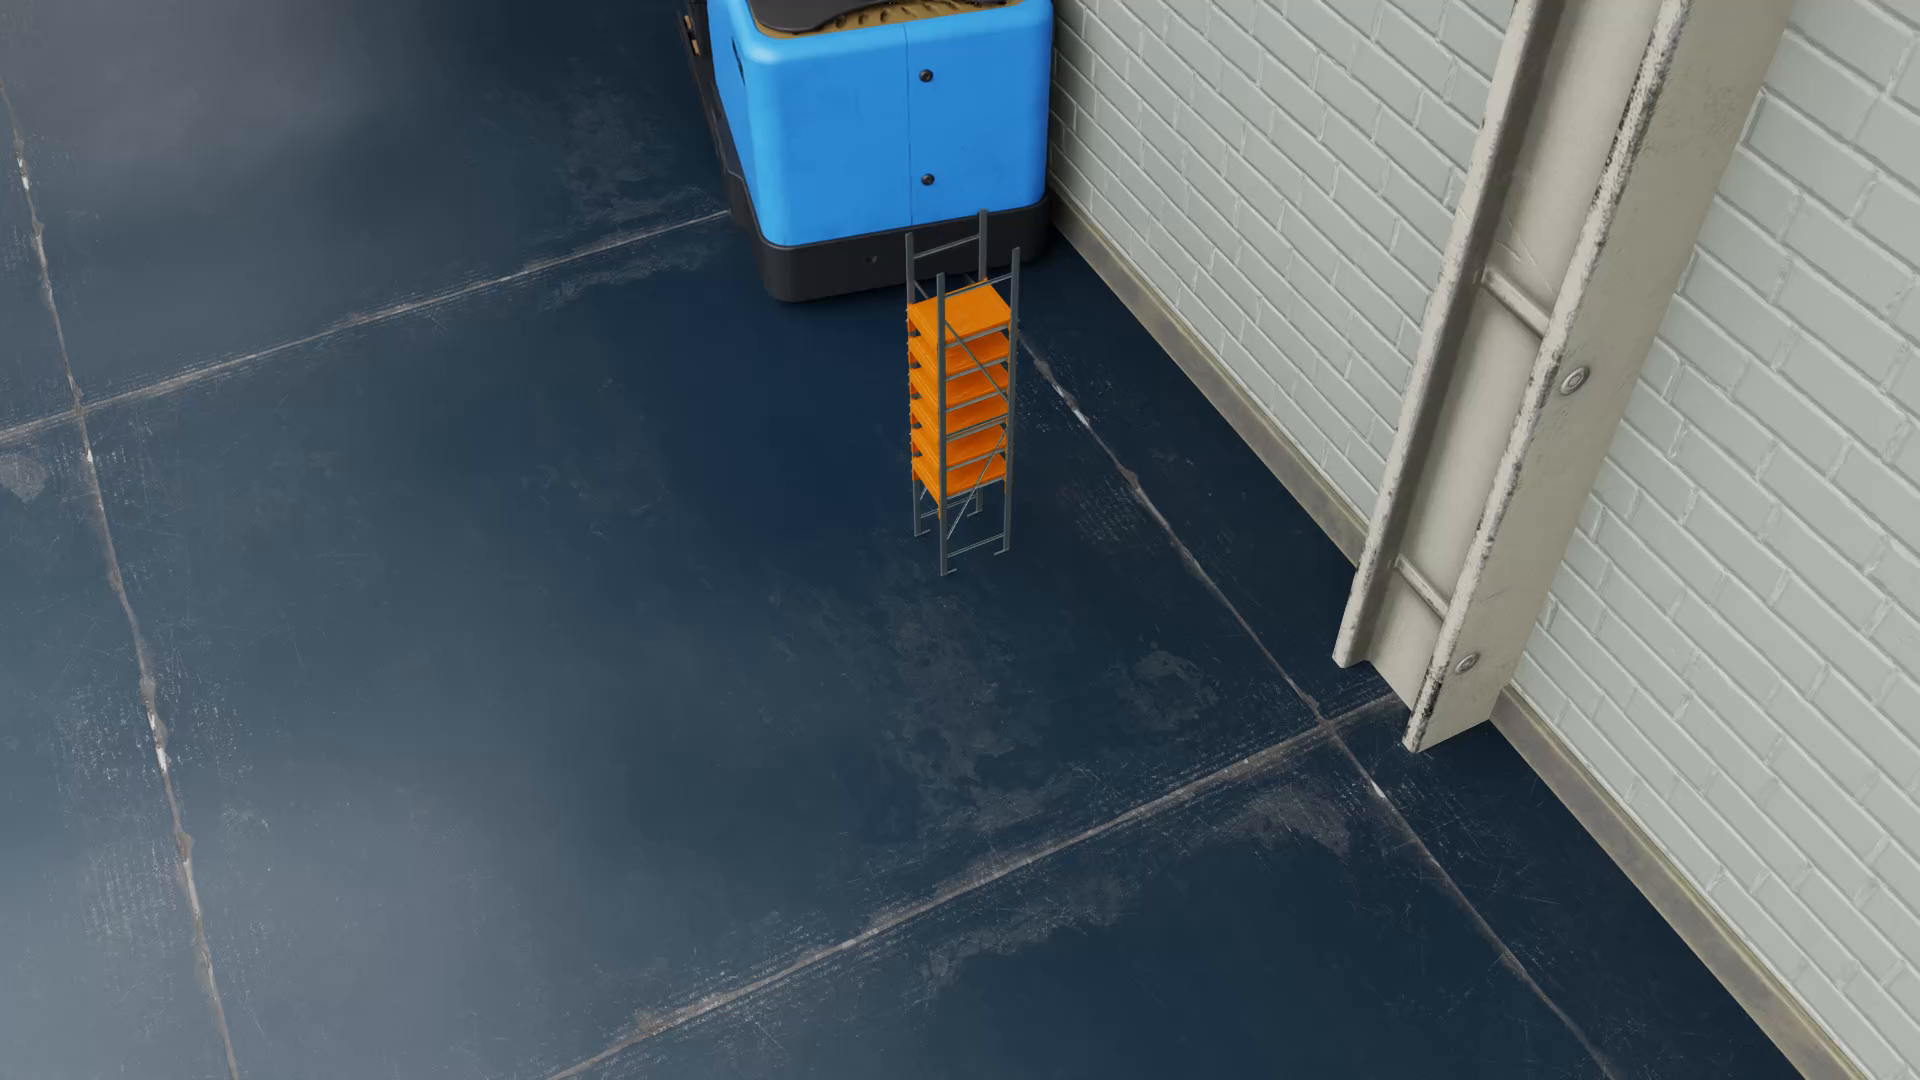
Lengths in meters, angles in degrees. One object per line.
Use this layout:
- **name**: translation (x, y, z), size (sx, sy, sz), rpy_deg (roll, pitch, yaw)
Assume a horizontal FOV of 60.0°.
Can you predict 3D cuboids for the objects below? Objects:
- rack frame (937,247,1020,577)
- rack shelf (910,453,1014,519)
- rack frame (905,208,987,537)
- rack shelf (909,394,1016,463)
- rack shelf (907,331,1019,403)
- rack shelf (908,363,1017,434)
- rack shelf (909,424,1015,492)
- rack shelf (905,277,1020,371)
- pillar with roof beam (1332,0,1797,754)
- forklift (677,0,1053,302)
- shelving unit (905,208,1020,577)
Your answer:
- **rack frame**: translation (0.048, -0.324, 4.736), size (0.240, 1.200, 0.006), rpy_deg (-21, 52, -18)
- **rack shelf**: translation (0.007, -0.198, 5.004), size (0.258, 0.103, 0.180), rpy_deg (-21, 52, -18)
- **rack frame**: translation (-0.035, -0.447, 4.843), size (0.240, 1.200, 0.006), rpy_deg (-21, 52, -18)
- **rack shelf**: translation (0.007, -0.356, 4.823), size (0.258, 0.103, 0.180), rpy_deg (-21, 52, -18)
- **rack shelf**: translation (0.007, -0.514, 4.643), size (0.258, 0.103, 0.180), rpy_deg (-21, 52, -18)
- **rack shelf**: translation (0.007, -0.435, 4.733), size (0.258, 0.103, 0.180), rpy_deg (-21, 52, -18)
- **rack shelf**: translation (0.007, -0.277, 4.914), size (0.258, 0.103, 0.180), rpy_deg (-21, 52, -18)
- **rack shelf**: translation (0.007, -0.593, 4.552), size (0.258, 0.103, 0.180), rpy_deg (-21, 52, -18)
- **pillar with roof beam**: translation (-2.497, -1.057, 0.196), size (9.100, 9.000, 0.400), rpy_deg (-21, 52, -18)
- **forklift**: translation (-0.560, -2.945, 5.878), size (1.130, 2.935, 3.031), rpy_deg (-12, 50, -10)
- **shelving unit**: translation (0.007, -0.385, 4.790), size (0.258, 1.200, 0.189), rpy_deg (-21, 52, -18)
